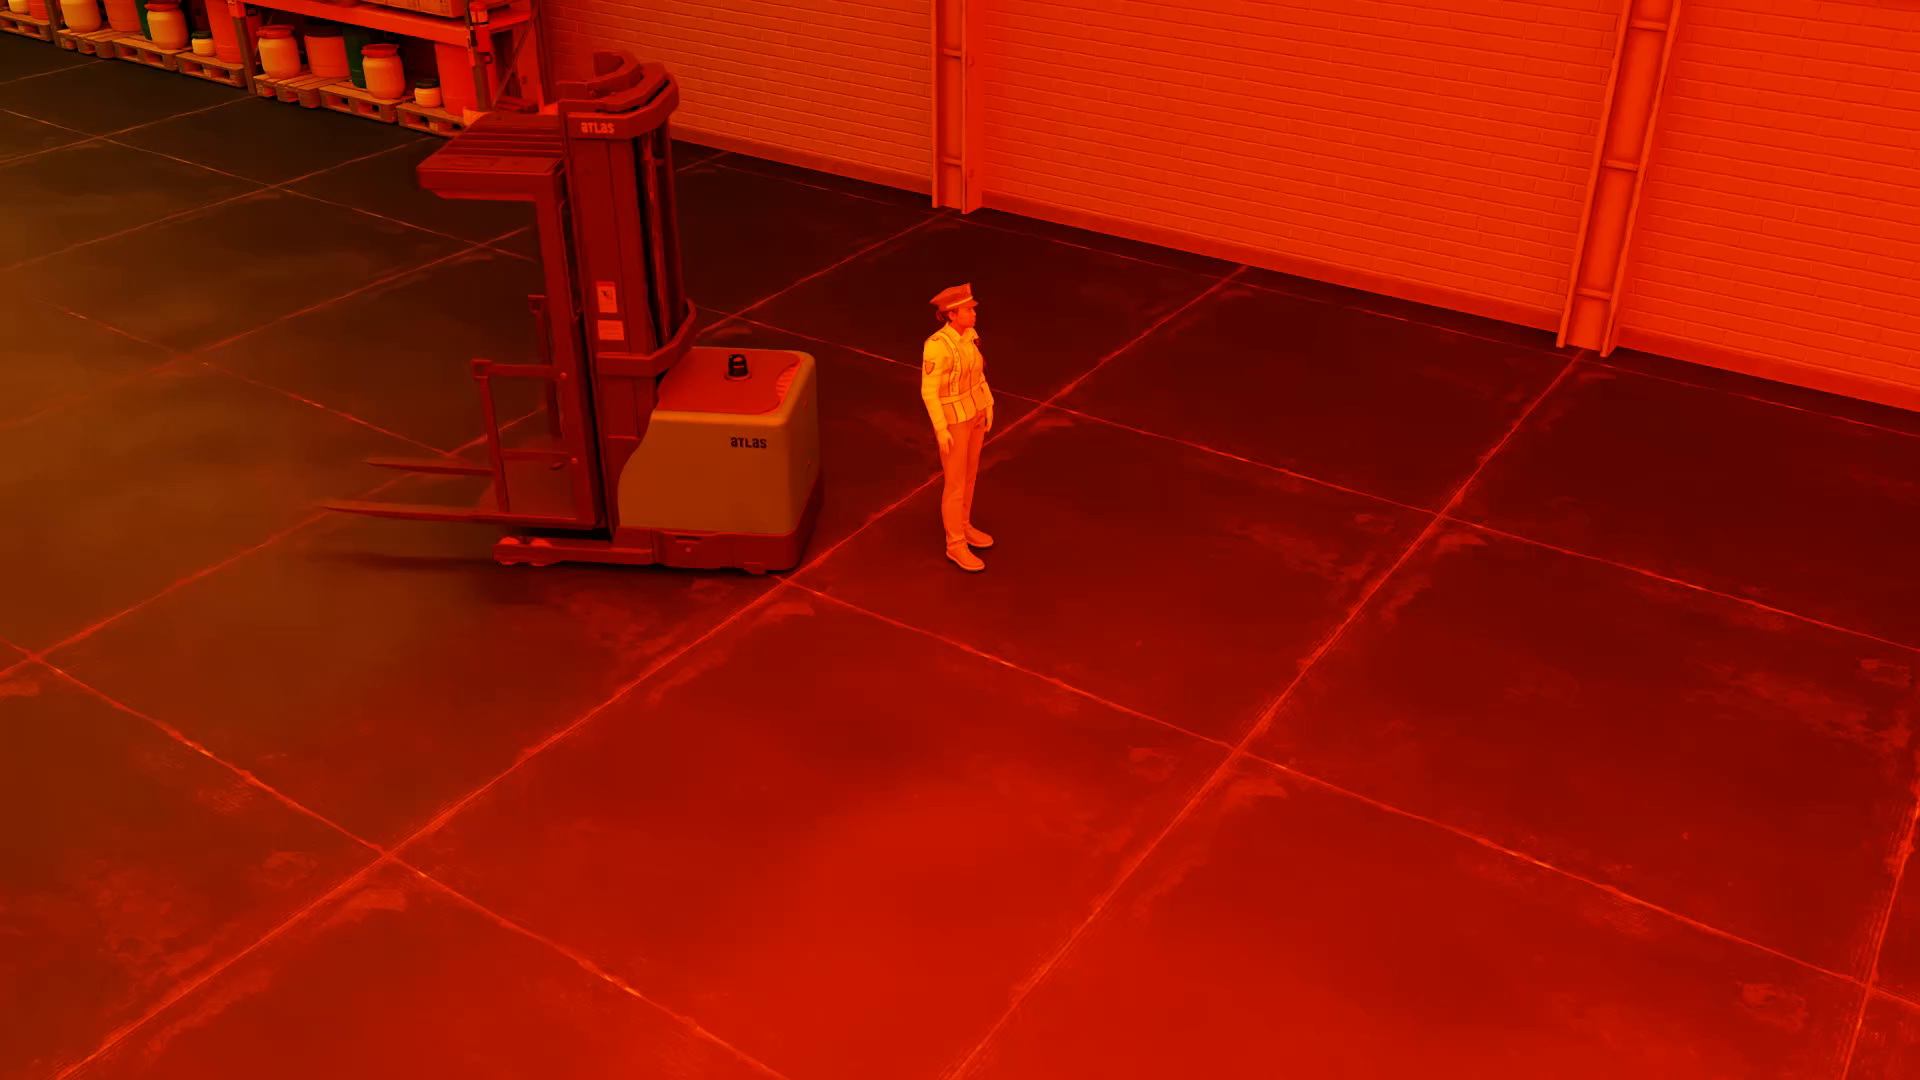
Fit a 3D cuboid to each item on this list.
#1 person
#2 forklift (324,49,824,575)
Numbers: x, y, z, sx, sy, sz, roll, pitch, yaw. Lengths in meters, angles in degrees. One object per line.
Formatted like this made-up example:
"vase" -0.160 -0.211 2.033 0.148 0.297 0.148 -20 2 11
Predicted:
"person" 0.053 -0.717 10.033 0.530 1.694 0.587 19 35 29
"forklift" -2.442 -1.363 9.929 3.031 2.935 1.130 3 30 6
